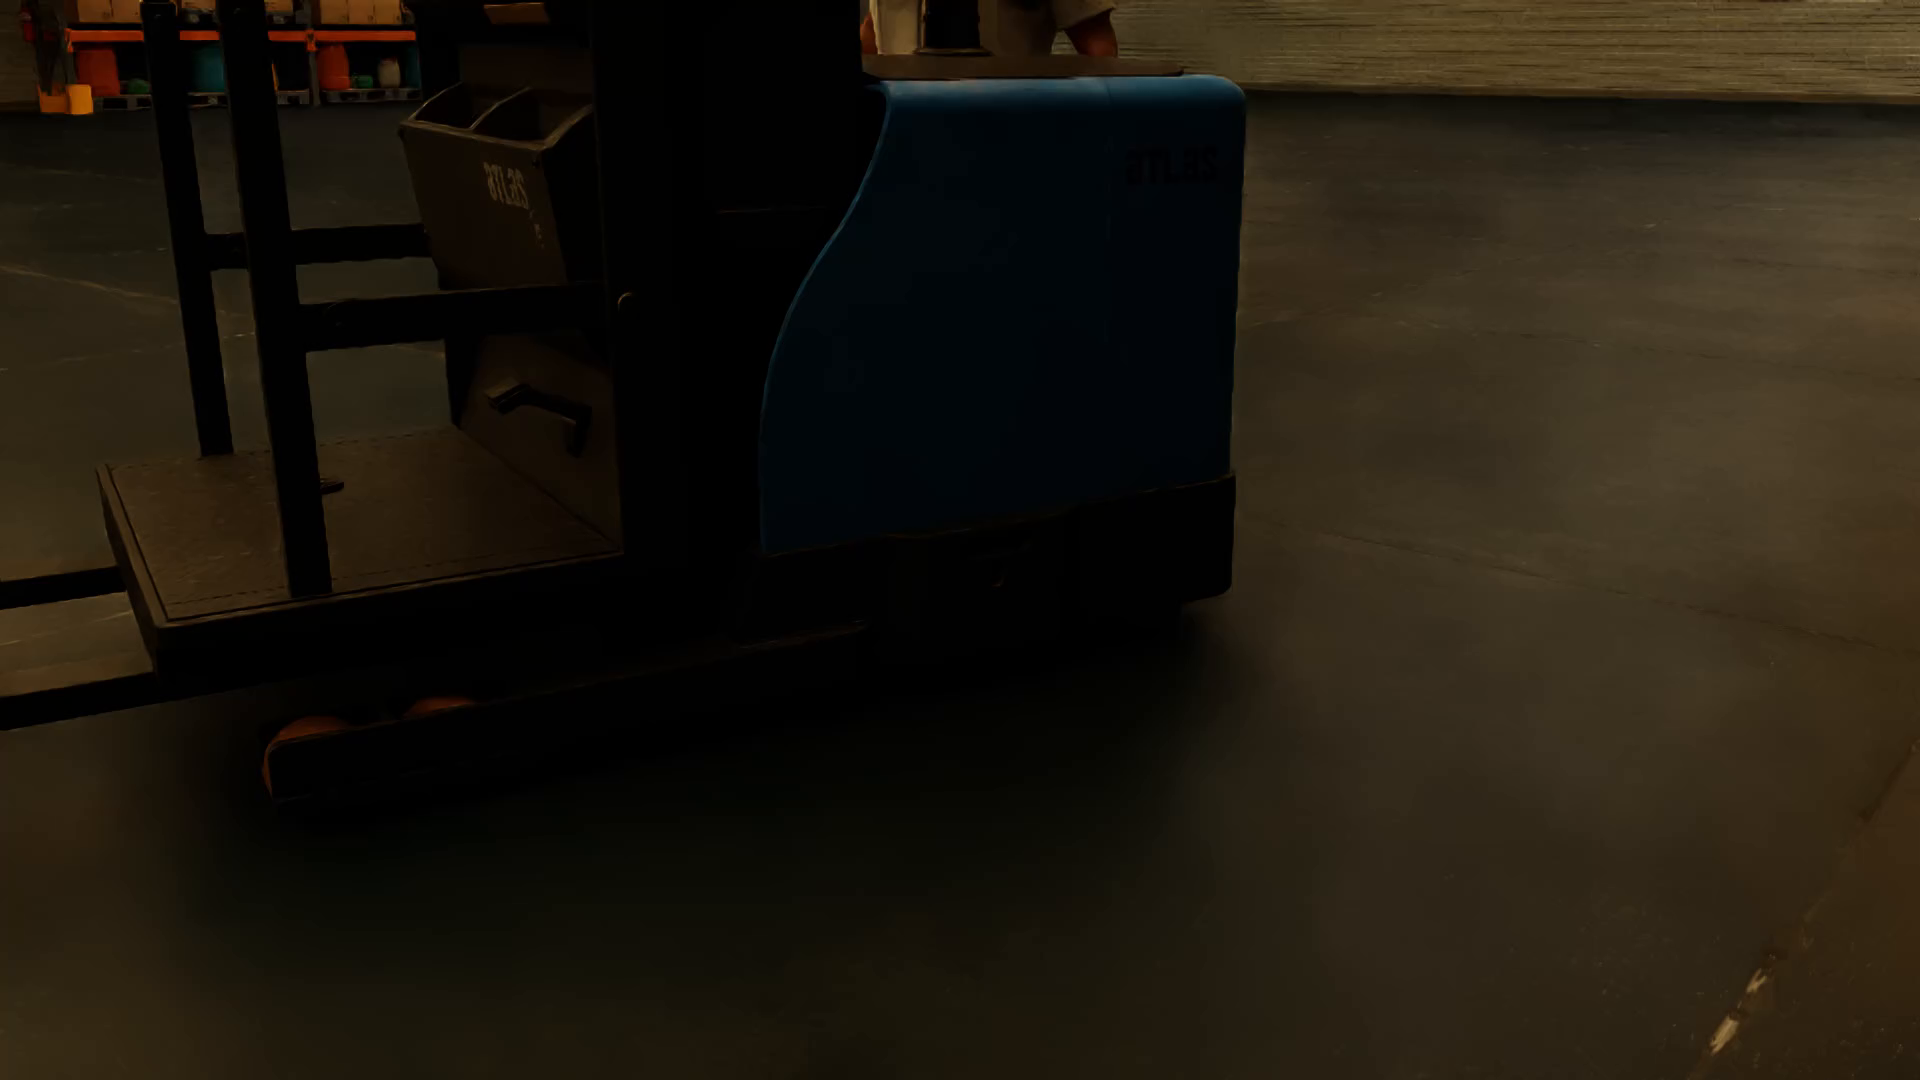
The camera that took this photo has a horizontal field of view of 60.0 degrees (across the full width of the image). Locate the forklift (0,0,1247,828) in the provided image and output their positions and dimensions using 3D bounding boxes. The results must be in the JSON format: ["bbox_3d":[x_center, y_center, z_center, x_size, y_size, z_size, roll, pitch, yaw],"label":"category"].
[{"bbox_3d":[-0.979,-1.143,2.661,3.031,2.935,1.130,-10,19,-29],"label":"forklift"}]

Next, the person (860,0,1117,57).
[{"bbox_3d":[-0.049,-0.816,3.610,0.709,1.775,0.489,12,21,35],"label":"person"}]
